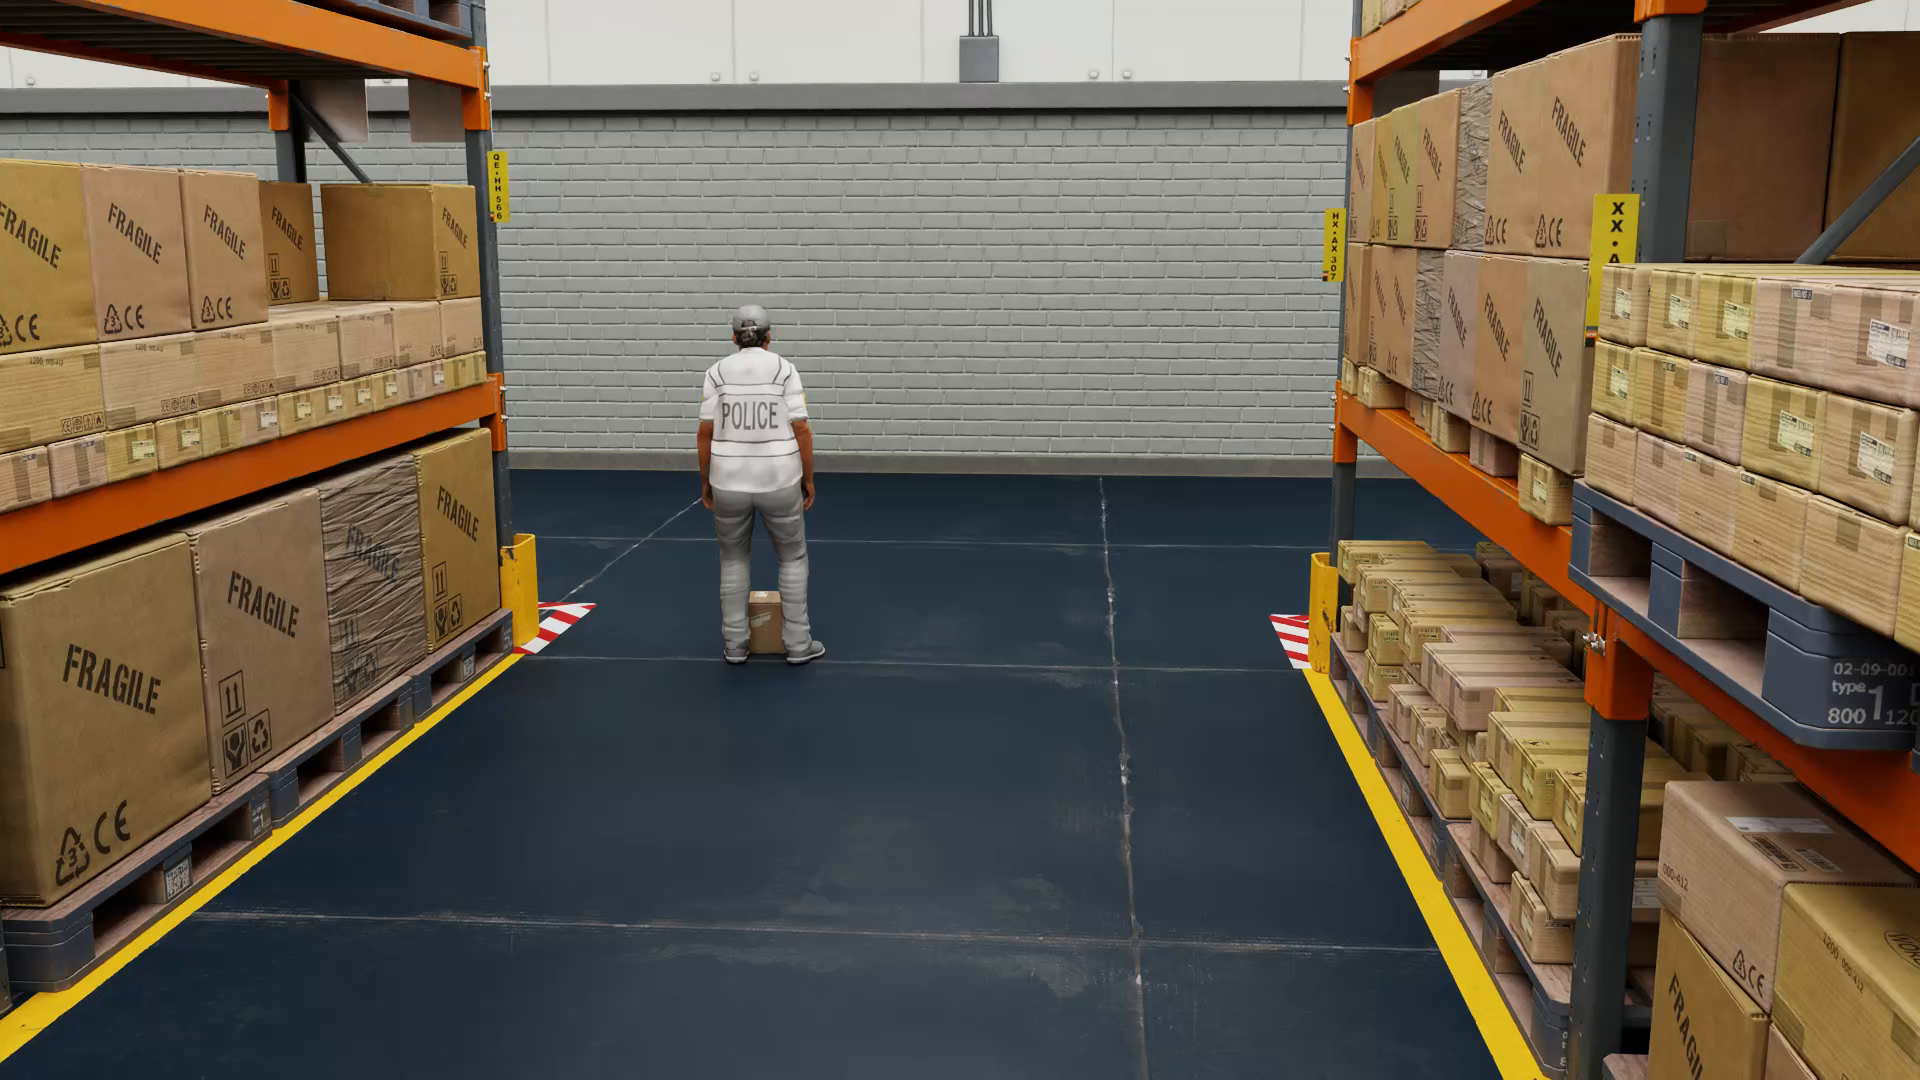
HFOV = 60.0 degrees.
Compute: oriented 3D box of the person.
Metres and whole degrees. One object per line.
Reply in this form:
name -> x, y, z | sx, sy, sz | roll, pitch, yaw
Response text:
person -> -0.930, -0.256, 7.745 | 0.560, 1.667, 0.465 | 0, 11, 2
